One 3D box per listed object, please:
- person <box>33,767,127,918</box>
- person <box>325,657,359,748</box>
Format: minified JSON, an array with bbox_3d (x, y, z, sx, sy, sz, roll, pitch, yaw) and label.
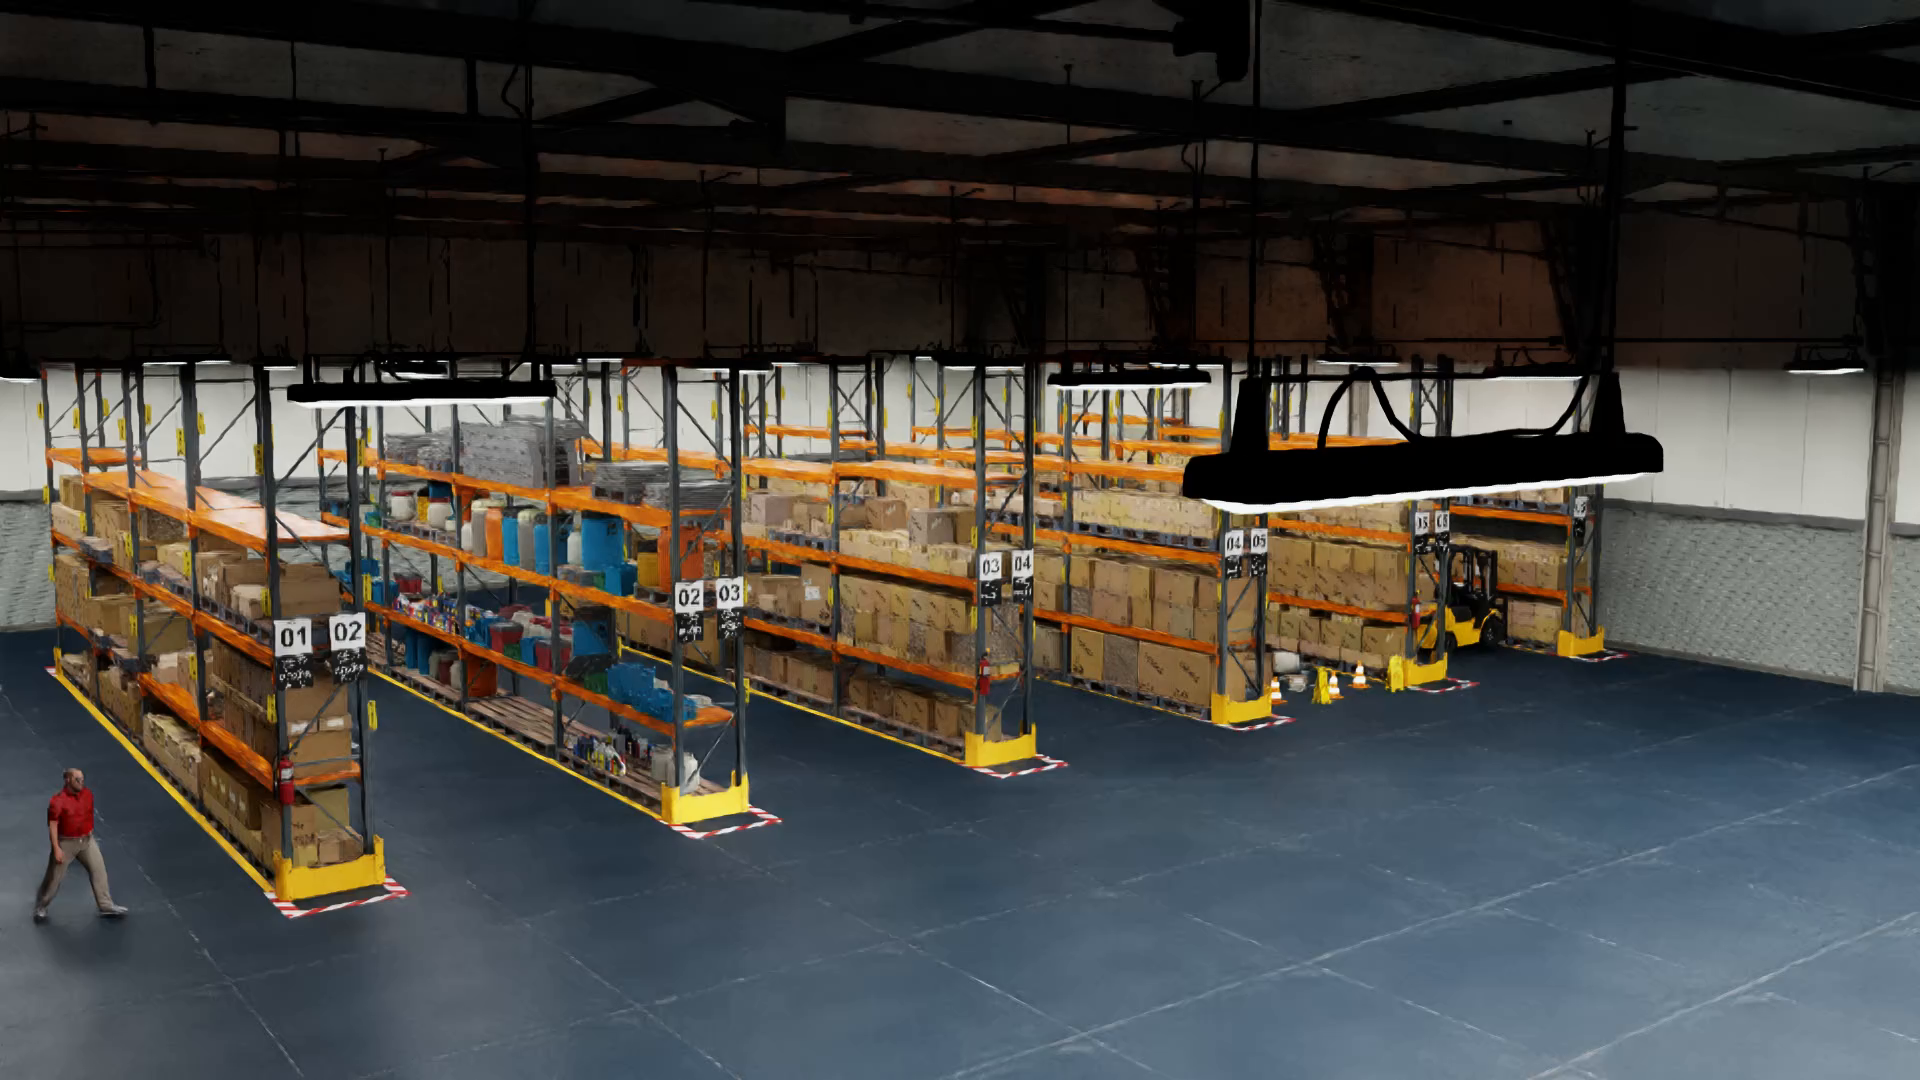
[{"bbox_3d":[-9.705,3.312,18.181,0.952,1.691,0.617,3,8,27],"label":"person"},{"bbox_3d":[-9.756,2.416,25.810,0.482,1.622,0.994,-7,10,-45],"label":"person"}]
